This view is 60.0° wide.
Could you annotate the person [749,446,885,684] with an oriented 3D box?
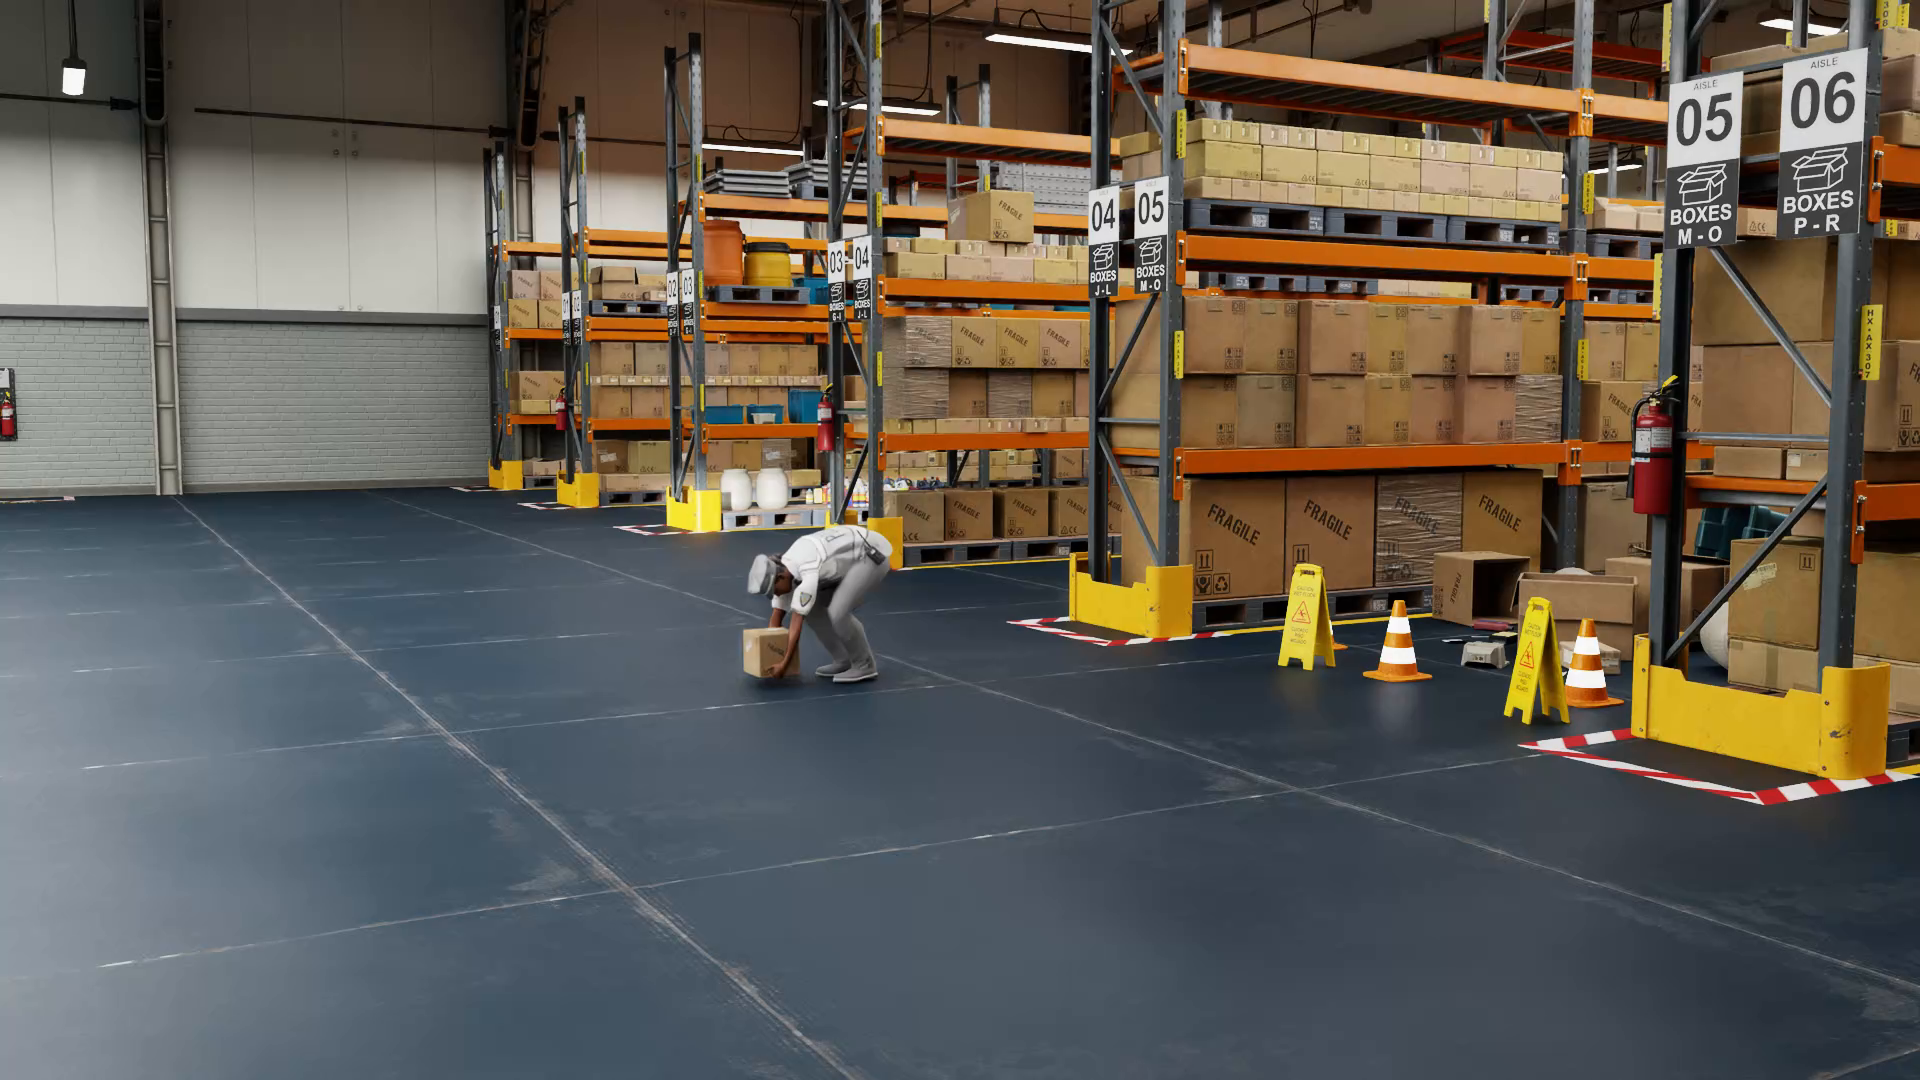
[{"bbox_3d":[-0.847,0.145,9.855,0.832,1.410,0.412,-3,6,-30],"label":"person"}]
